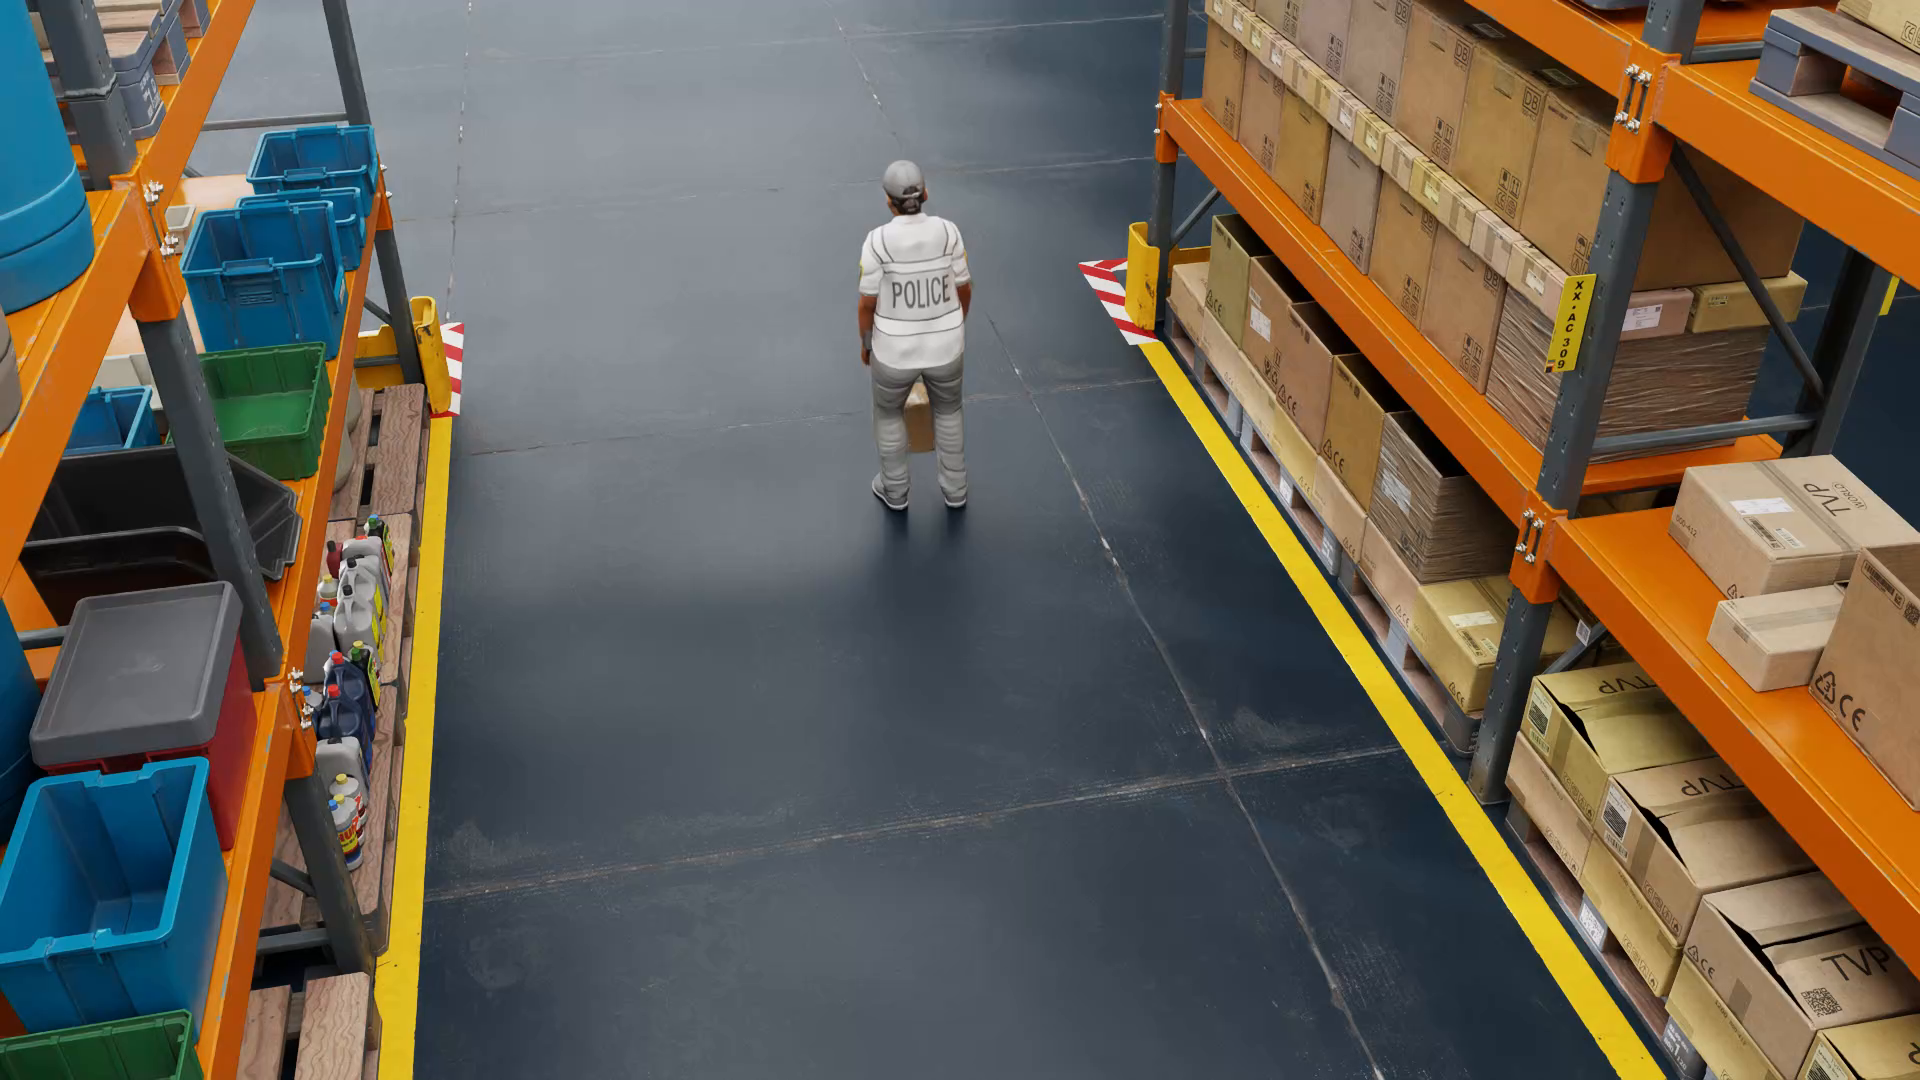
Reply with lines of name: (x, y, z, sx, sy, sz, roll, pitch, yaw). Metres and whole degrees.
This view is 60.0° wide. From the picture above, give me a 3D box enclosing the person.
person: (-0.197, -0.871, 7.401, 0.532, 1.668, 0.452, -9, 36, -12)
